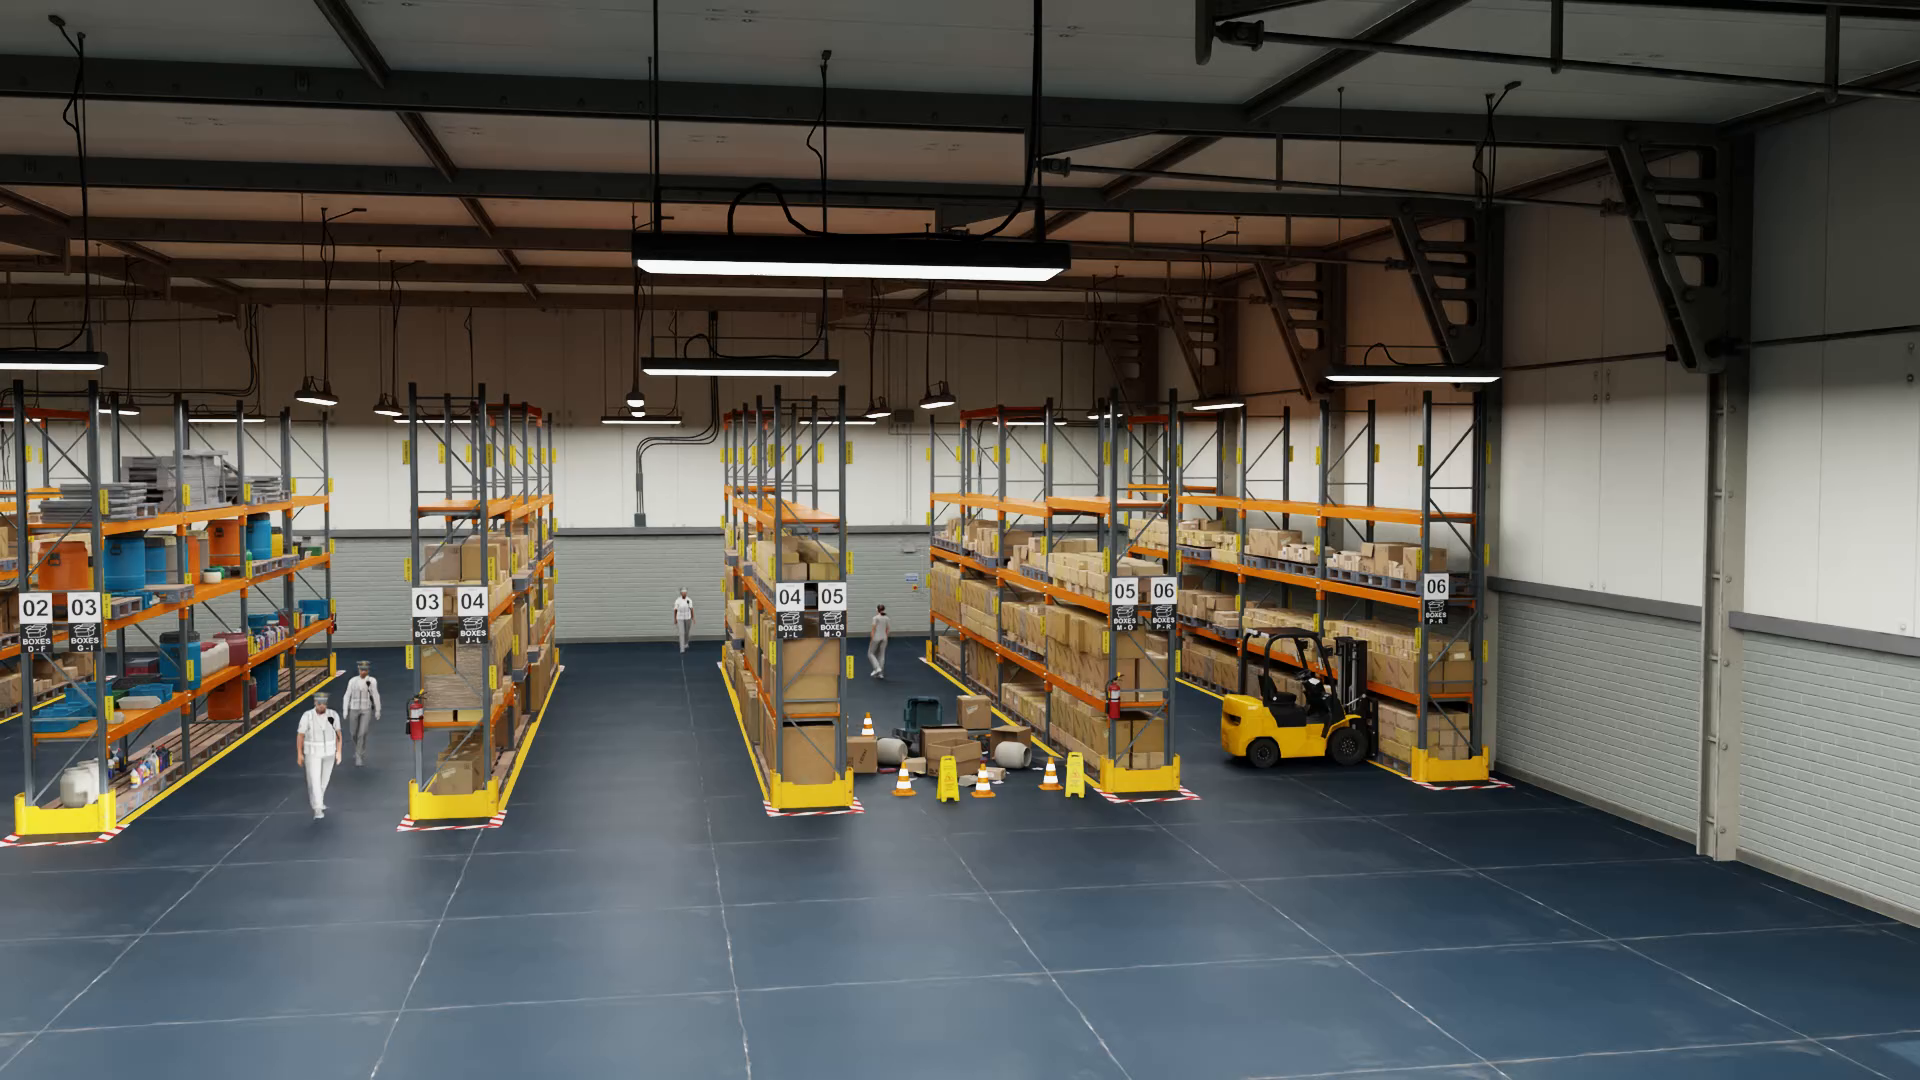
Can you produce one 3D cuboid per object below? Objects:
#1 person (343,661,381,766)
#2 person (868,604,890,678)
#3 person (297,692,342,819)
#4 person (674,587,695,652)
[{"bbox_3d":[-9.794,2.810,27.229,0.564,1.652,0.776,-1,3,-12],"label":"person"},{"bbox_3d":[-1.801,2.265,37.385,0.501,1.670,0.451,-1,3,-26],"label":"person"},{"bbox_3d":[-8.859,2.954,23.075,0.560,1.698,1.031,-3,4,-42],"label":"person"},{"bbox_3d":[-7.048,2.014,42.521,0.528,1.628,1.033,-1,3,-12],"label":"person"}]
